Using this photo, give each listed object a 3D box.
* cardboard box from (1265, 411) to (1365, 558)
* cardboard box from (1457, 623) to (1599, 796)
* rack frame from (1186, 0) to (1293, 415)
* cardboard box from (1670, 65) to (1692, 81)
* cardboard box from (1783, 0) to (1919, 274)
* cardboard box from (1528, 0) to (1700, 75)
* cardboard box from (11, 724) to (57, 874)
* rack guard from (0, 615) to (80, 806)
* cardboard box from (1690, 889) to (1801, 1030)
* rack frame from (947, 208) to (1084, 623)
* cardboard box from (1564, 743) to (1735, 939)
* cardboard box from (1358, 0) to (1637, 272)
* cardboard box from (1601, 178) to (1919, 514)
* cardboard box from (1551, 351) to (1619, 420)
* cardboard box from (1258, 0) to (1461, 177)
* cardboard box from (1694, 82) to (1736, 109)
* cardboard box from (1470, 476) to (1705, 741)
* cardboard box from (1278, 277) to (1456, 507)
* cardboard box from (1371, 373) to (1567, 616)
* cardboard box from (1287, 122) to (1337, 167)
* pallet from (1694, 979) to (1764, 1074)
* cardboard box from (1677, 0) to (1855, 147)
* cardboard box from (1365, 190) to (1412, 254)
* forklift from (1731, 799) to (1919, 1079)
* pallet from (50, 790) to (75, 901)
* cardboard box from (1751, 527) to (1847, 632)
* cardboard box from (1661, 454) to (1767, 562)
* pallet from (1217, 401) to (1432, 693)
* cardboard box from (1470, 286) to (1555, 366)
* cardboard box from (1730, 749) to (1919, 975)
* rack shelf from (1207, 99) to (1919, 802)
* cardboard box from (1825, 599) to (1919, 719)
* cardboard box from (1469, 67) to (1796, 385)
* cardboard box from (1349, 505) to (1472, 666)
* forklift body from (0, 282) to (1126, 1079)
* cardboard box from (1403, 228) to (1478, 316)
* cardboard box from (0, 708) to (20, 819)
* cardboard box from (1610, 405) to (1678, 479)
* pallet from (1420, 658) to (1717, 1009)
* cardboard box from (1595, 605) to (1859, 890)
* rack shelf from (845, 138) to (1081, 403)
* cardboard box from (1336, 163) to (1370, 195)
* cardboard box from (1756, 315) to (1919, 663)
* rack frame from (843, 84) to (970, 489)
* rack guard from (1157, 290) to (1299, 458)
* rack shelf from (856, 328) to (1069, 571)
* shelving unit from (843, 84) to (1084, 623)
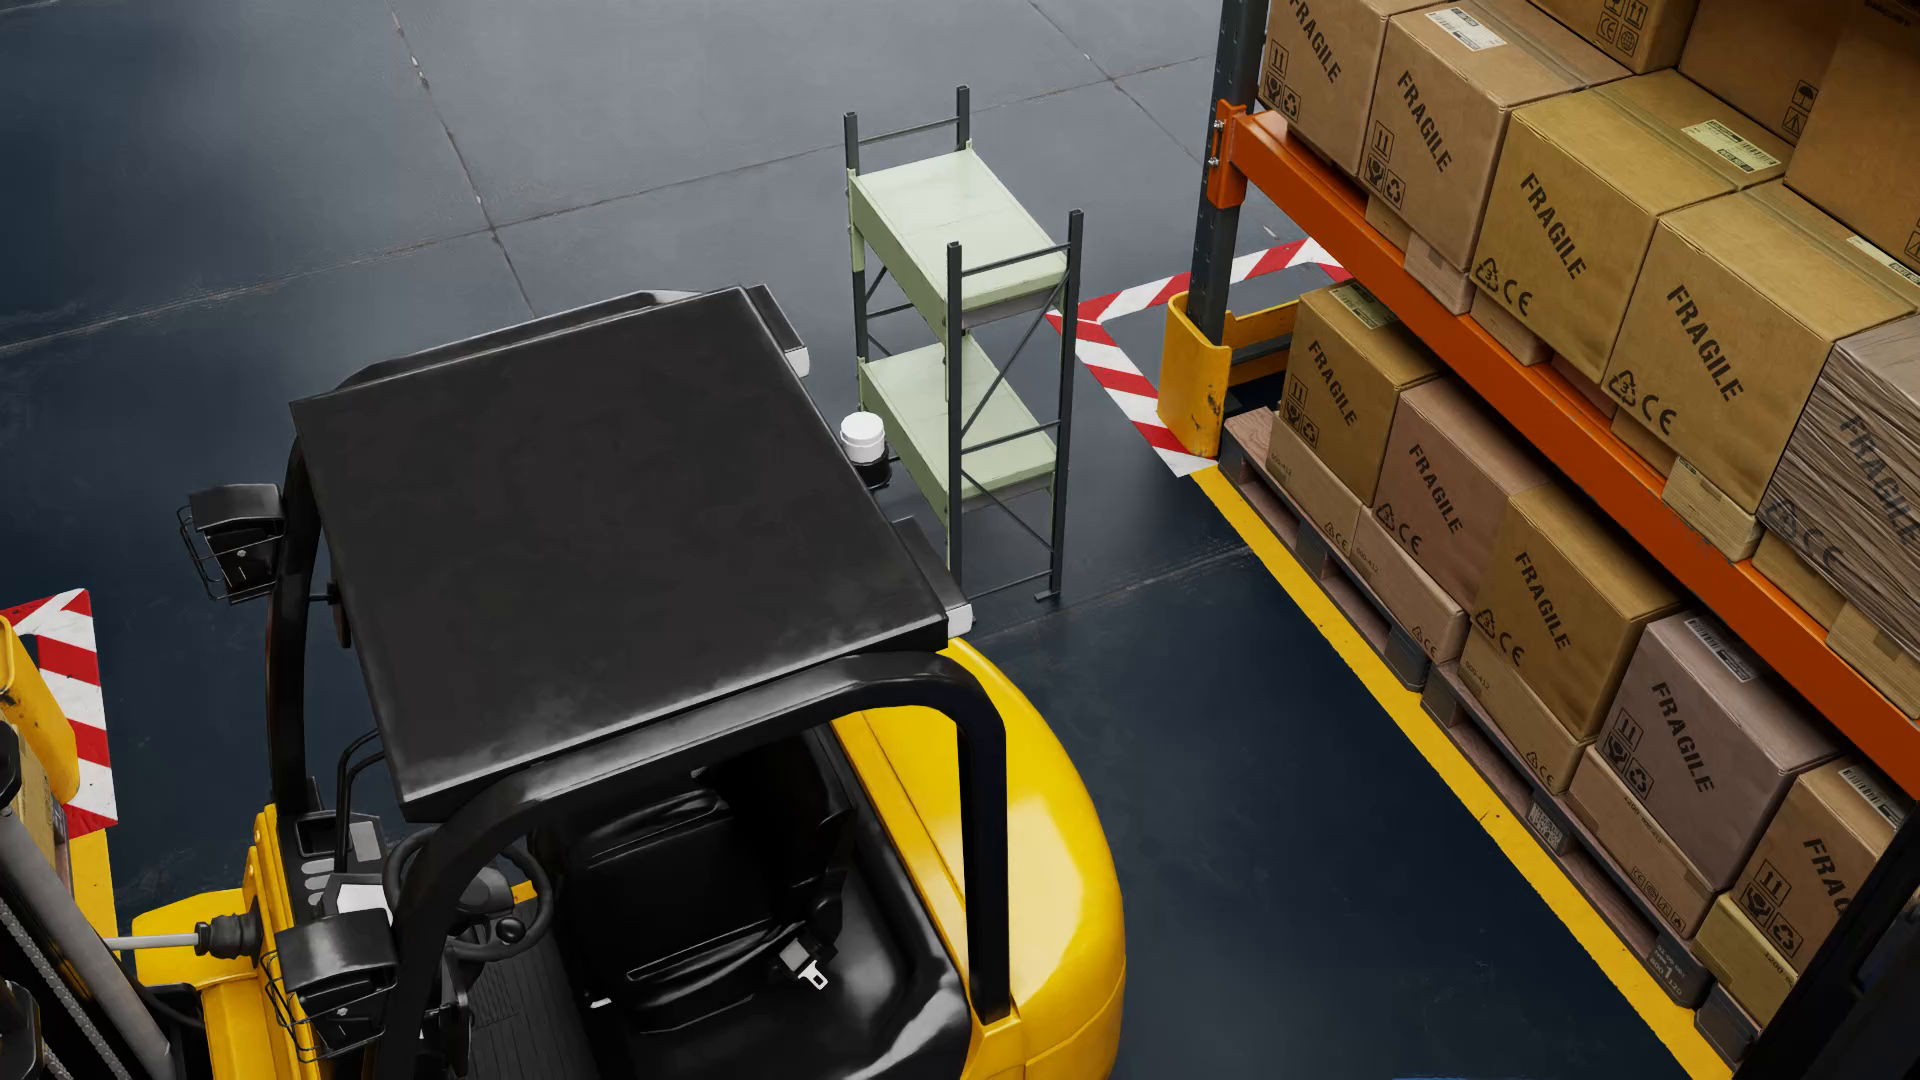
[{"bbox_3d":[1.375,-0.257,5.533,0.500,0.250,0.500,-18,48,-18],"label":"cardboard box"},{"bbox_3d":[1.824,0.415,4.853,0.500,0.250,0.500,-15,47,-15],"label":"cardboard box"},{"bbox_3d":[1.287,-1.682,5.319,1.000,3.000,0.127,-18,47,-17],"label":"rack frame"},{"bbox_3d":[1.971,-1.238,4.586,0.500,0.500,0.500,-18,47,-17],"label":"cardboard box"},{"bbox_3d":[2.297,-0.940,3.572,0.700,0.500,0.500,-18,47,-18],"label":"cardboard box"},{"bbox_3d":[1.906,-1.593,4.234,0.700,0.500,0.500,-18,47,-17],"label":"cardboard box"},{"bbox_3d":[-2.731,0.822,4.440,0.500,0.250,0.500,-18,47,-17],"label":"cardboard box"},{"bbox_3d":[-3.225,0.661,4.724,1.175,0.500,0.348,-18,47,-17],"label":"rack guard"},{"bbox_3d":[2.243,1.063,4.196,0.500,0.250,0.500,-19,48,-18],"label":"cardboard box"},{"bbox_3d":[0.151,-0.305,4.991,0.400,1.500,0.023,-18,47,-17],"label":"rack frame"},{"bbox_3d":[2.034,0.737,4.526,0.500,0.250,0.500,-17,47,-17],"label":"cardboard box"},{"bbox_3d":[1.455,-1.110,4.457,0.500,0.500,0.500,-17,47,-16],"label":"cardboard box"},{"bbox_3d":[1.891,-0.464,3.802,0.500,0.500,0.500,-19,48,-18],"label":"cardboard box"},{"bbox_3d":[1.769,-0.484,4.284,0.380,0.149,0.250,-17,47,-16],"label":"cardboard box"},{"bbox_3d":[1.234,-1.440,4.790,0.500,0.500,0.500,-19,48,-18],"label":"cardboard box"},{"bbox_3d":[2.178,-0.918,4.262,0.500,0.500,0.500,-18,47,-18],"label":"cardboard box"},{"bbox_3d":[1.813,0.145,4.592,0.500,0.500,0.500,-17,47,-17],"label":"cardboard box"},{"bbox_3d":[1.385,-0.509,5.255,0.500,0.500,0.500,-20,48,-19],"label":"cardboard box"},{"bbox_3d":[1.609,-0.177,4.918,0.500,0.500,0.500,-20,48,-19],"label":"cardboard box"},{"bbox_3d":[1.242,-1.315,5.126,0.380,0.149,0.250,-18,47,-17],"label":"cardboard box"},{"bbox_3d":[2.654,1.442,4.138,1.003,0.211,1.213,-18,47,-17],"label":"pallet"},{"bbox_3d":[2.213,-1.299,3.936,0.700,0.500,0.500,-19,48,-18],"label":"cardboard box"},{"bbox_3d":[1.399,-0.965,4.771,0.380,0.149,0.250,-19,48,-19],"label":"cardboard box"},{"bbox_3d":[1.990,0.955,2.695,3.031,2.935,1.130,-30,52,-27],"label":"forklift"},{"bbox_3d":[-2.856,1.254,4.329,1.003,0.211,1.213,-18,47,-17],"label":"pallet"},{"bbox_3d":[2.046,0.023,3.769,0.380,0.149,0.250,-19,48,-18],"label":"cardboard box"},{"bbox_3d":[1.905,-0.130,3.925,0.380,0.149,0.250,-18,47,-17],"label":"cardboard box"},{"bbox_3d":[1.628,-0.113,5.714,1.003,0.211,1.213,-18,47,-17],"label":"pallet"},{"bbox_3d":[1.603,-0.635,4.437,0.380,0.149,0.250,-17,47,-16],"label":"cardboard box"},{"bbox_3d":[2.261,0.808,3.920,0.500,0.500,0.500,-17,47,-17],"label":"cardboard box"},{"bbox_3d":[2.128,-0.151,4.280,1.077,0.370,4.000,-18,47,-17],"label":"rack shelf"},{"bbox_3d":[2.127,0.195,3.595,0.380,0.149,0.250,-19,48,-18],"label":"cardboard box"},{"bbox_3d":[1.670,-0.786,4.128,0.500,0.500,0.500,-19,48,-18],"label":"cardboard box"},{"bbox_3d":[1.583,0.071,5.201,0.500,0.250,0.500,-16,47,-16],"label":"cardboard box"},{"bbox_3d":[-0.763,0.758,3.450,2.313,2.155,1.214,-18,47,-17],"label":"forklift body"},{"bbox_3d":[1.464,-0.790,4.594,0.380,0.149,0.250,-17,47,-17],"label":"cardboard box"},{"bbox_3d":[-2.727,0.656,4.253,0.500,0.250,0.500,-19,48,-18],"label":"cardboard box"},{"bbox_3d":[1.853,-0.307,4.105,0.380,0.149,0.250,-19,48,-18],"label":"cardboard box"},{"bbox_3d":[2.137,0.664,4.927,1.003,0.211,1.213,-18,47,-17],"label":"pallet"},{"bbox_3d":[2.045,0.483,4.249,0.500,0.500,0.500,-16,47,-15],"label":"cardboard box"},{"bbox_3d":[-0.003,-0.816,4.953,0.431,0.370,0.720,-18,47,-17],"label":"rack shelf"},{"bbox_3d":[1.361,-1.158,4.967,0.380,0.149,0.250,-17,47,-17],"label":"cardboard box"},{"bbox_3d":[2.111,-0.139,3.473,0.500,0.500,0.500,-17,47,-16],"label":"cardboard box"},{"bbox_3d":[-0.157,-0.771,5.464,0.400,1.500,0.023,-18,47,-17],"label":"rack frame"},{"bbox_3d":[1.319,-0.744,6.148,1.175,0.500,0.348,-18,47,-17],"label":"rack guard"},{"bbox_3d":[-0.003,-0.306,5.457,0.431,0.370,0.720,-18,47,-17],"label":"rack shelf"},{"bbox_3d":[-0.003,-0.538,5.228,0.431,1.500,0.755,-18,47,-17],"label":"shelving unit"}]
